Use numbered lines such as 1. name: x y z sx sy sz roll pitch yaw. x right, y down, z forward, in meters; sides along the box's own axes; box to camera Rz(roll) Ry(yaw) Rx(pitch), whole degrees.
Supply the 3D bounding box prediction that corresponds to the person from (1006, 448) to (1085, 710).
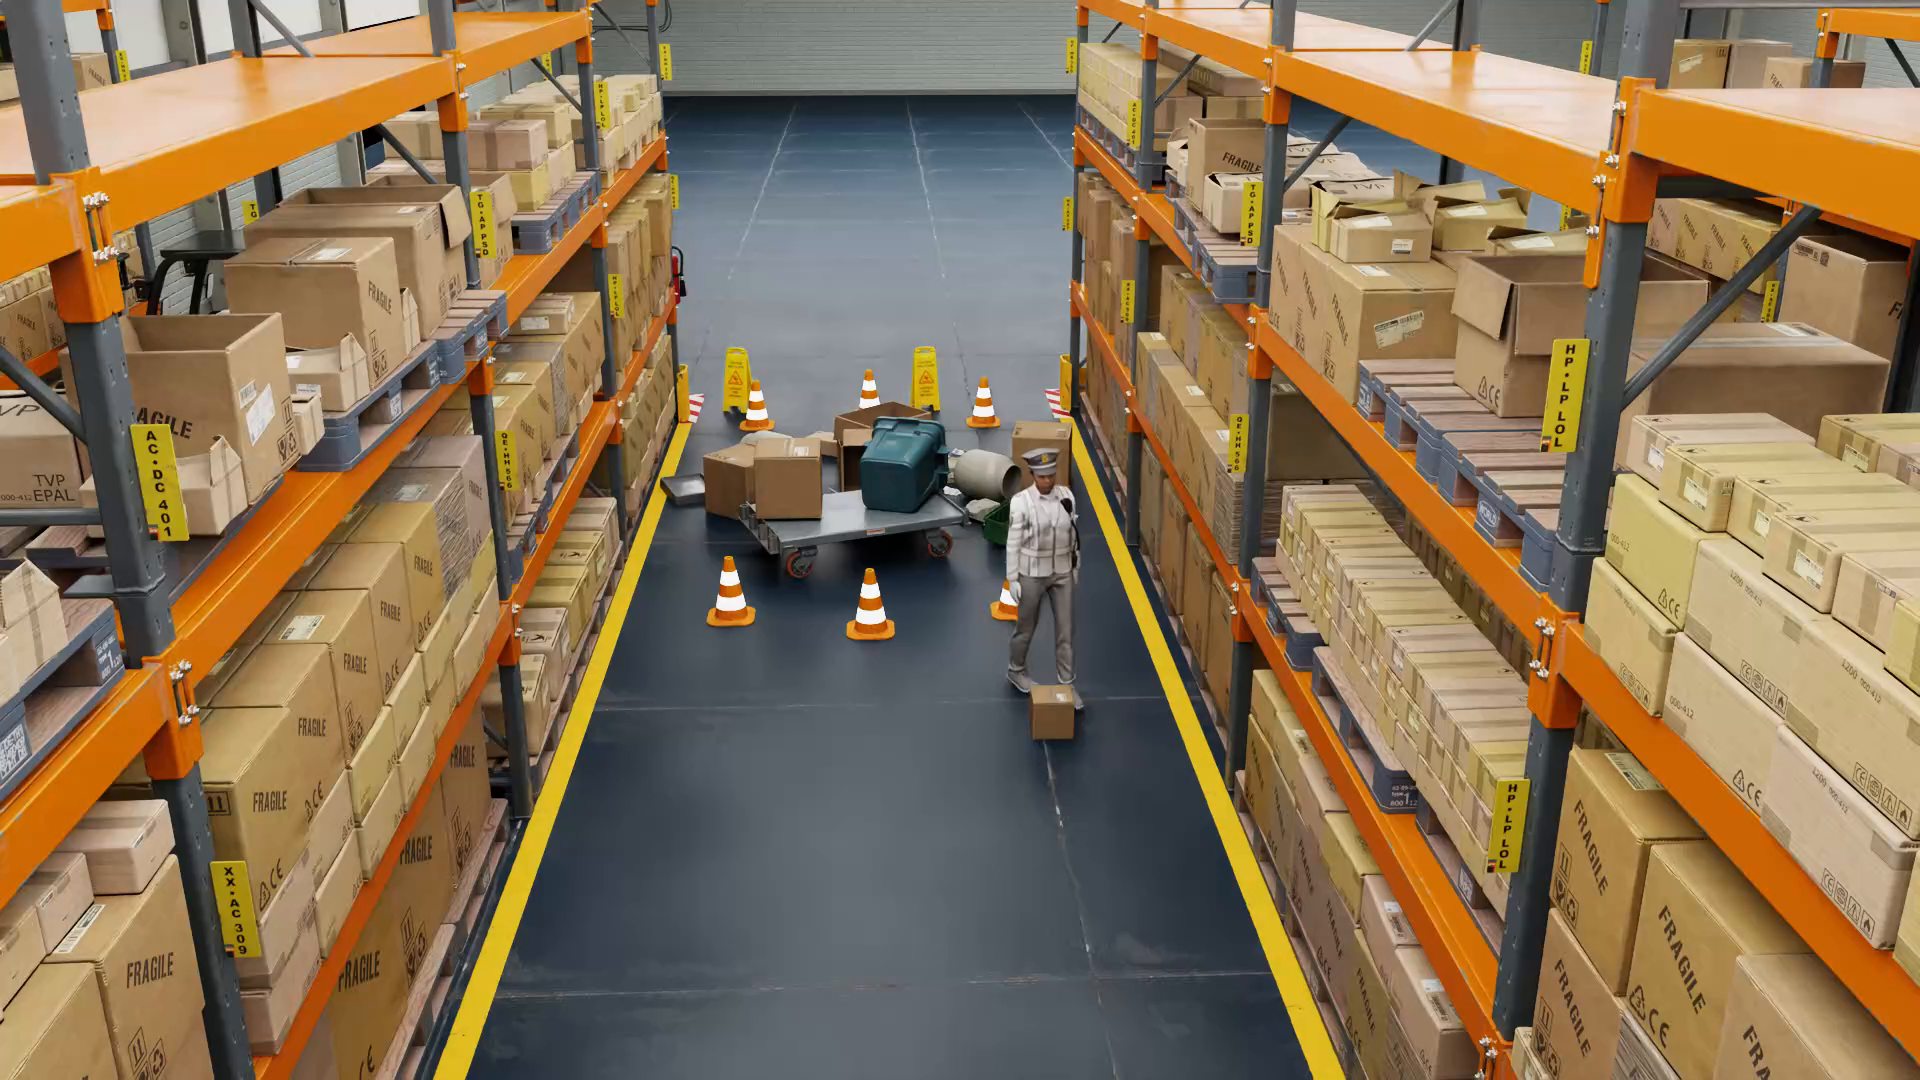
1. person: 0.554 0.236 10.423 0.478 1.674 0.636 -7 22 -19
